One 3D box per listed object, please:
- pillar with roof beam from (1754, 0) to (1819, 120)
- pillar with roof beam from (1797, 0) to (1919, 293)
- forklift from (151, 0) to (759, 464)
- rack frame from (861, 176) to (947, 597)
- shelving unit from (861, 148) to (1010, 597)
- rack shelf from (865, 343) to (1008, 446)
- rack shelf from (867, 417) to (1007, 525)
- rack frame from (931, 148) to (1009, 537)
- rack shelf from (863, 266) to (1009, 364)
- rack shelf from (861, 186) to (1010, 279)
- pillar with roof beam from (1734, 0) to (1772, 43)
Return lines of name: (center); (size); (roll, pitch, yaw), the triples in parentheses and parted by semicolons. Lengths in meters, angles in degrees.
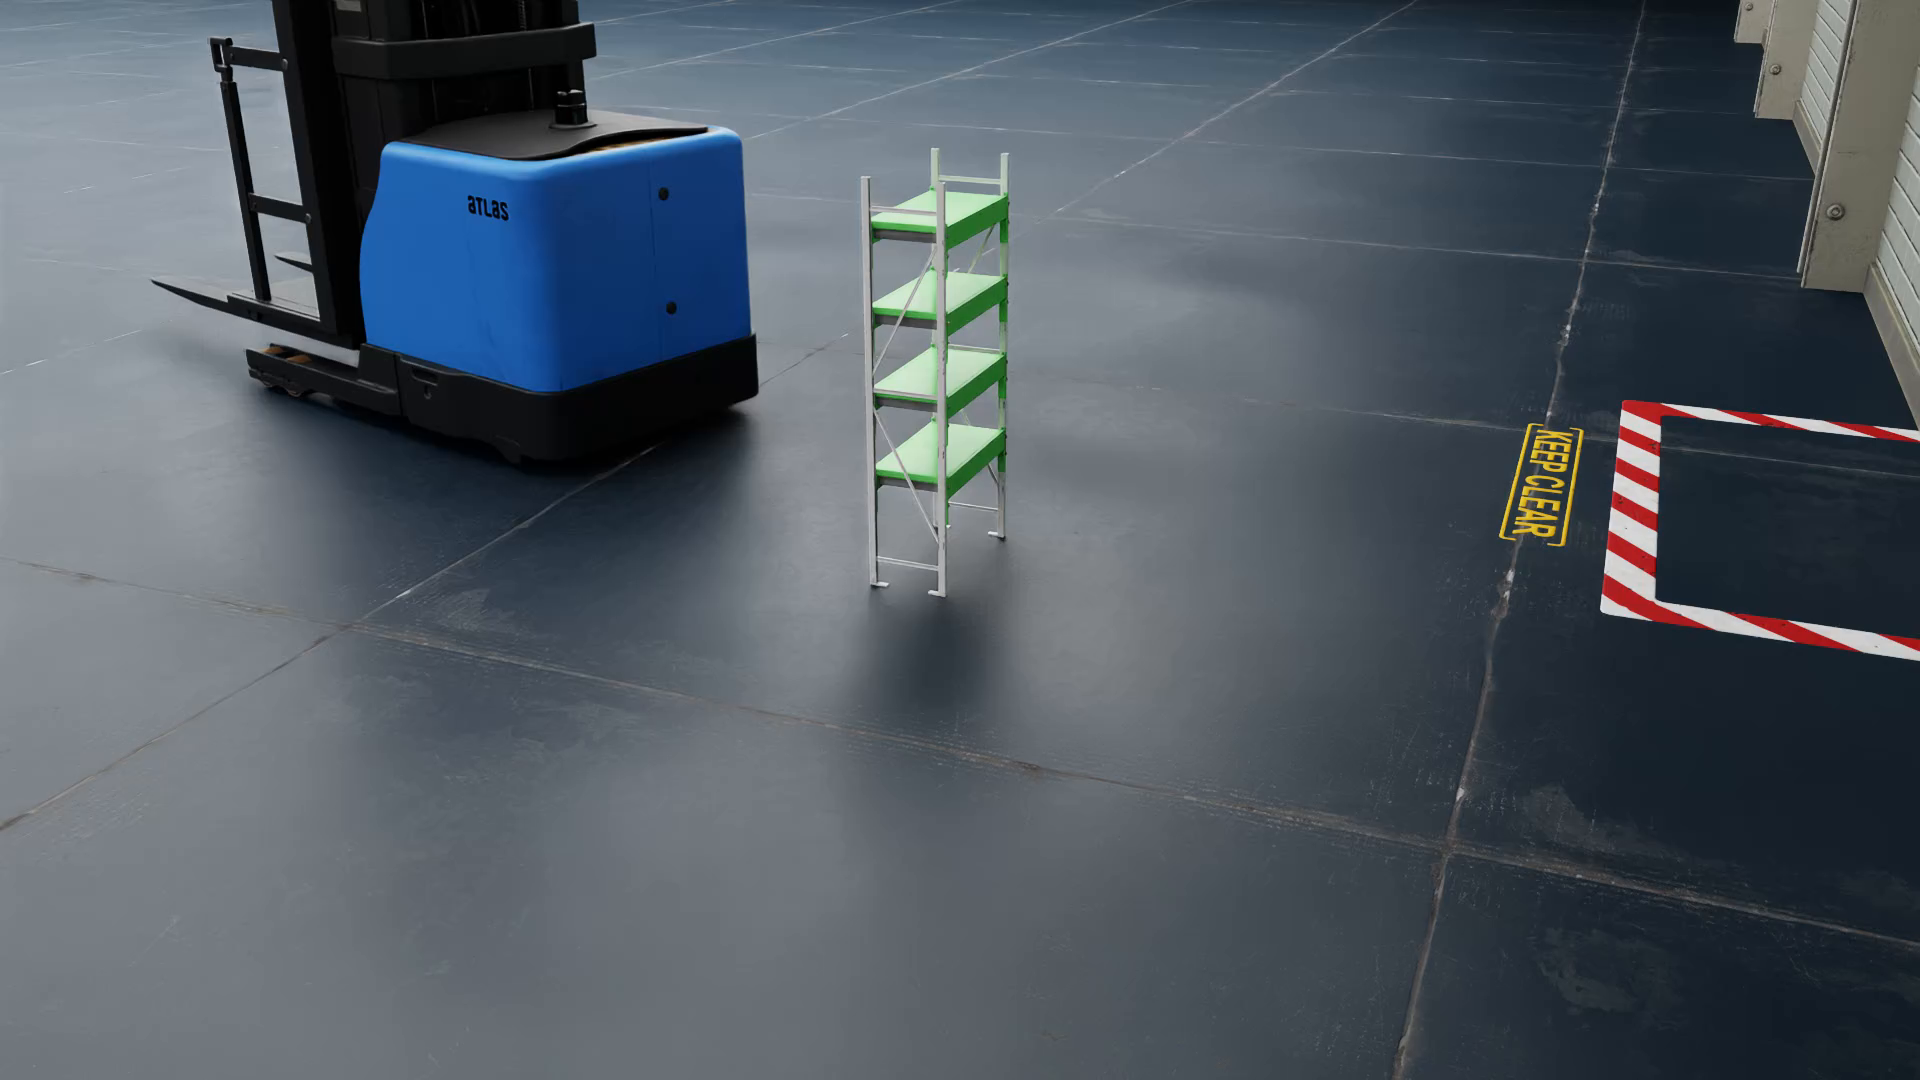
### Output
pillar with roof beam: (2.624, -8.217, 13.246); (9.100, 9.000, 0.400); (9, 24, 20)
pillar with roof beam: (0.395, -6.070, 8.106); (9.100, 9.000, 0.400); (9, 24, 20)
forklift: (-2.249, -2.062, 6.383); (3.031, 2.935, 1.130); (17, 28, 35)
rack frame: (-0.152, -0.407, 4.668); (0.240, 1.200, 0.015); (9, 24, 20)
shelving unit: (-0.061, -0.494, 4.877); (0.258, 1.200, 0.503); (9, 24, 20)
rack shelf: (-0.061, -0.435, 4.902); (0.258, 0.148, 0.480); (9, 24, 20)
rack shelf: (-0.061, -0.214, 4.994); (0.258, 0.148, 0.480); (9, 24, 20)
rack frame: (0.029, -0.582, 5.086); (0.240, 1.200, 0.015); (9, 24, 20)
rack shelf: (-0.061, -0.657, 4.809); (0.258, 0.148, 0.480); (9, 24, 20)
rack shelf: (-0.061, -0.878, 4.717); (0.258, 0.148, 0.480); (9, 24, 20)
pillar with roof beam: (4.853, -10.364, 18.387); (9.100, 9.000, 0.400); (9, 24, 20)
